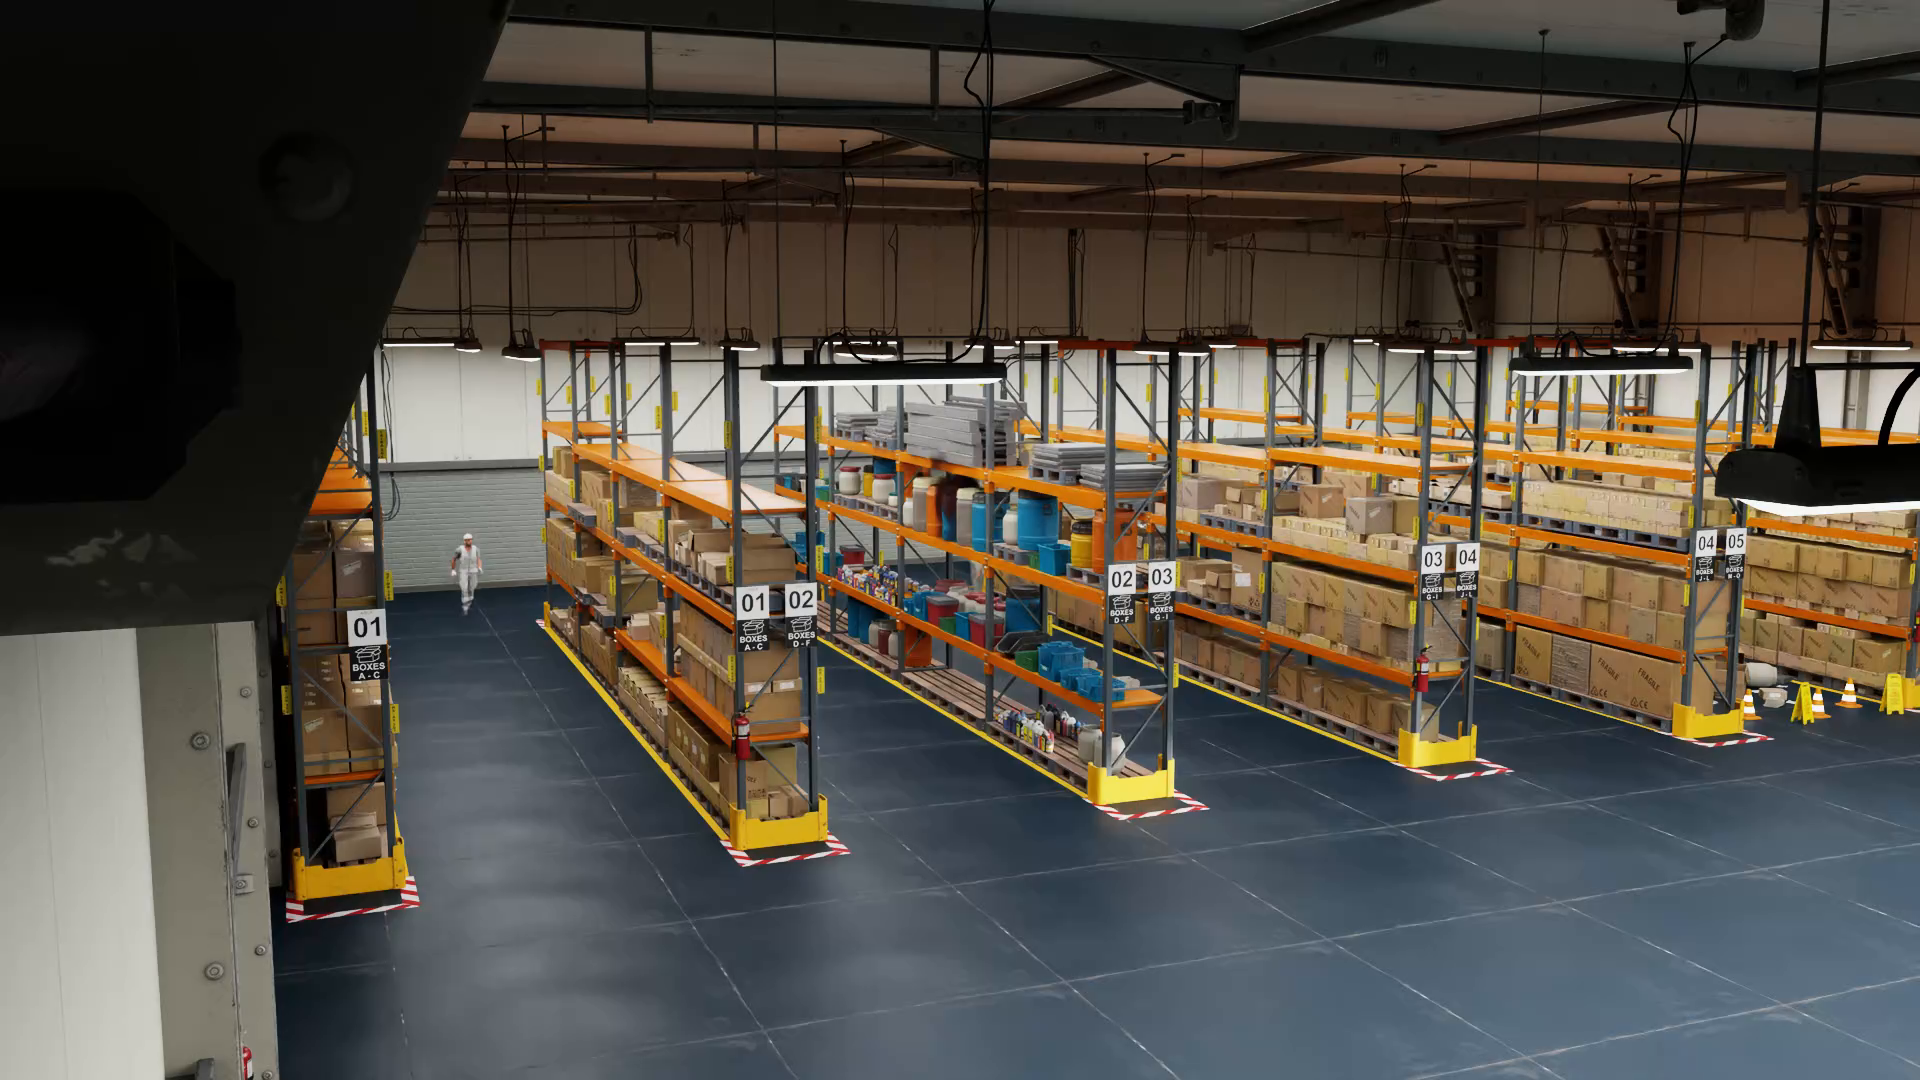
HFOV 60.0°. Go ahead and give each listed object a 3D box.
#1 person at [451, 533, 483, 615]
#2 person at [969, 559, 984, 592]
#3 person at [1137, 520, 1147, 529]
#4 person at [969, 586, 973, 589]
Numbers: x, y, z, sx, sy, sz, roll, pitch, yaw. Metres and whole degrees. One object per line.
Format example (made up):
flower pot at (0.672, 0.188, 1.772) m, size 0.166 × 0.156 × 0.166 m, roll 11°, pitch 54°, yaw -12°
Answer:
person at (-10.833, 0.763, 36.518) m, size 0.663 × 1.831 × 0.815 m, roll -3°, pitch 8°, yaw -20°
person at (0.343, 0.759, 36.486) m, size 0.383 × 1.659 × 0.461 m, roll -5°, pitch 9°, yaw -33°
person at (4.510, 0.149, 41.141) m, size 0.634 × 1.636 × 0.554 m, roll -5°, pitch 9°, yaw -32°
person at (0.631, 0.290, 39.763) m, size 0.617 × 1.759 × 1.048 m, roll 5°, pitch 9°, yaw 32°
